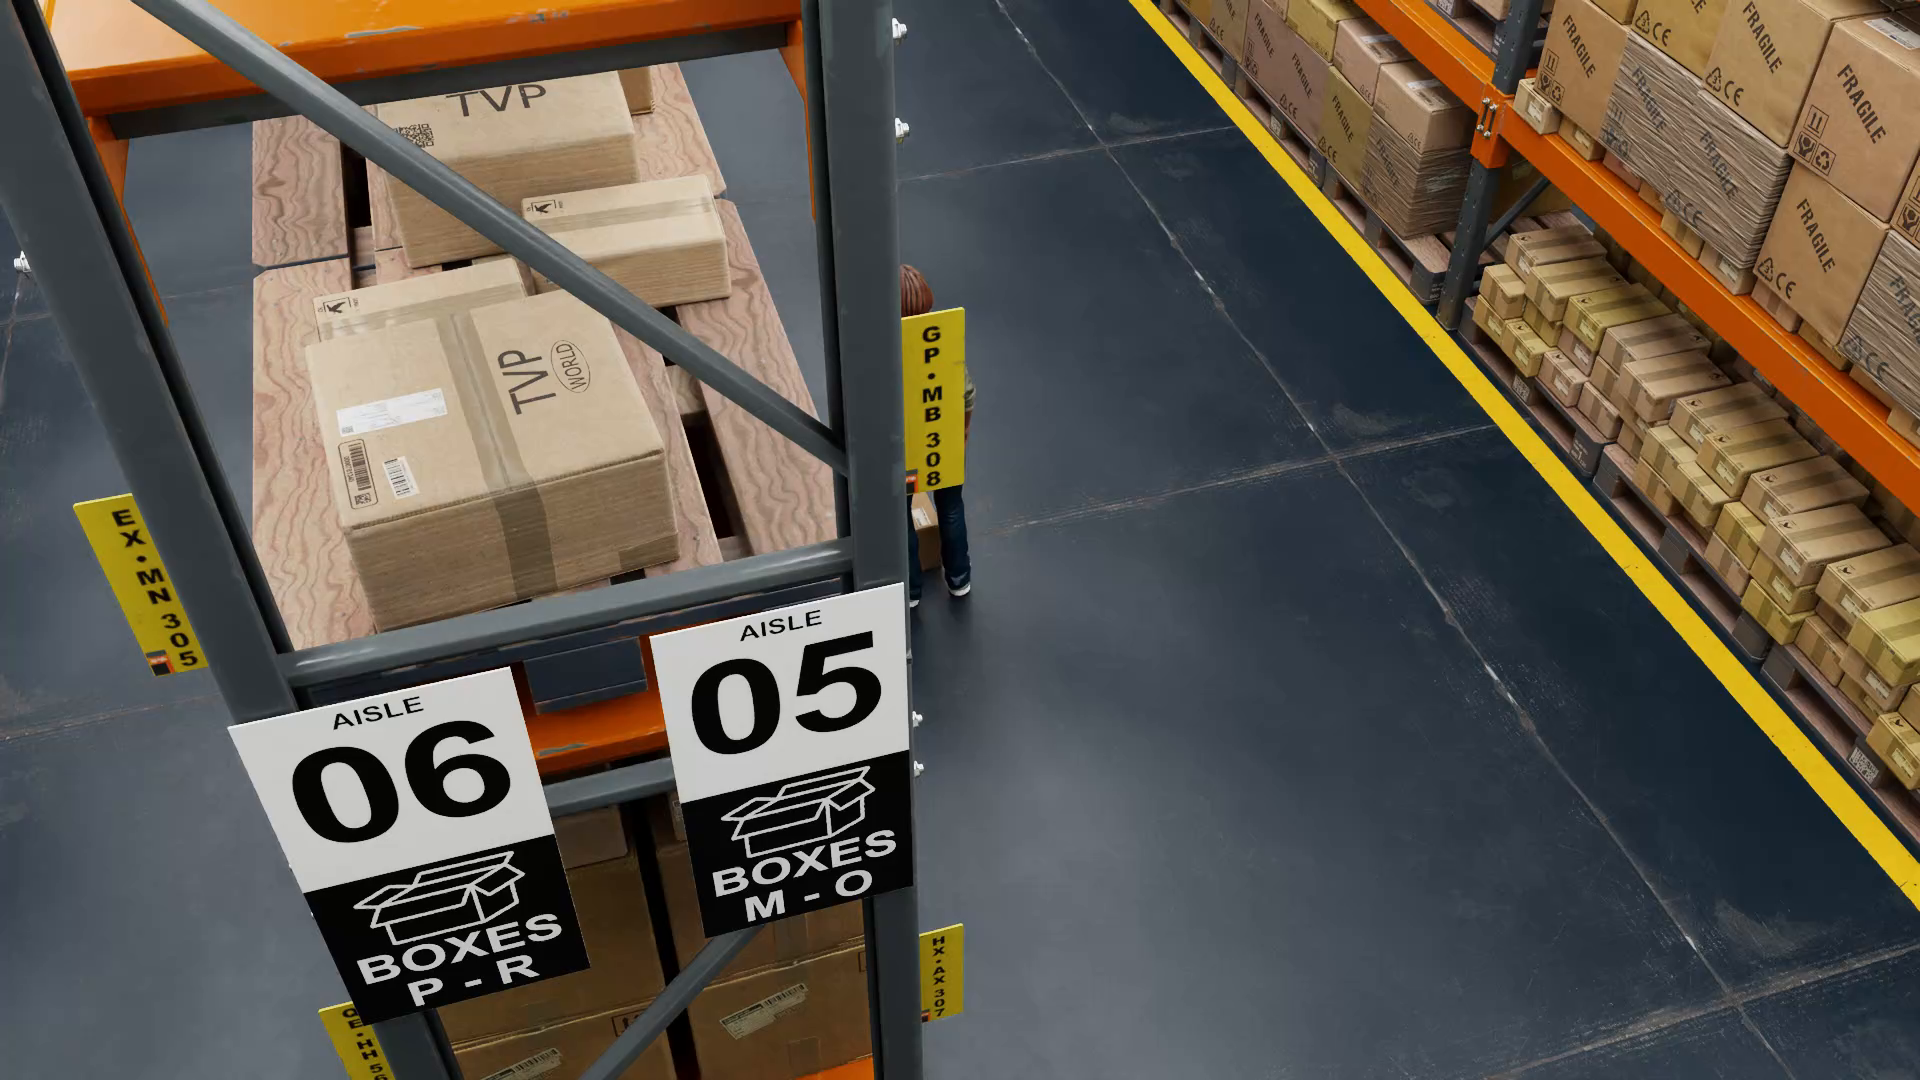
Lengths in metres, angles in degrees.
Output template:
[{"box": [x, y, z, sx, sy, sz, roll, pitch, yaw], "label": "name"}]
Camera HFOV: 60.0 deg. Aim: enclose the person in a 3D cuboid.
[{"box": [-0.160, -0.369, 6.567, 0.482, 1.594, 0.341, -14, 45, -14], "label": "person"}]
